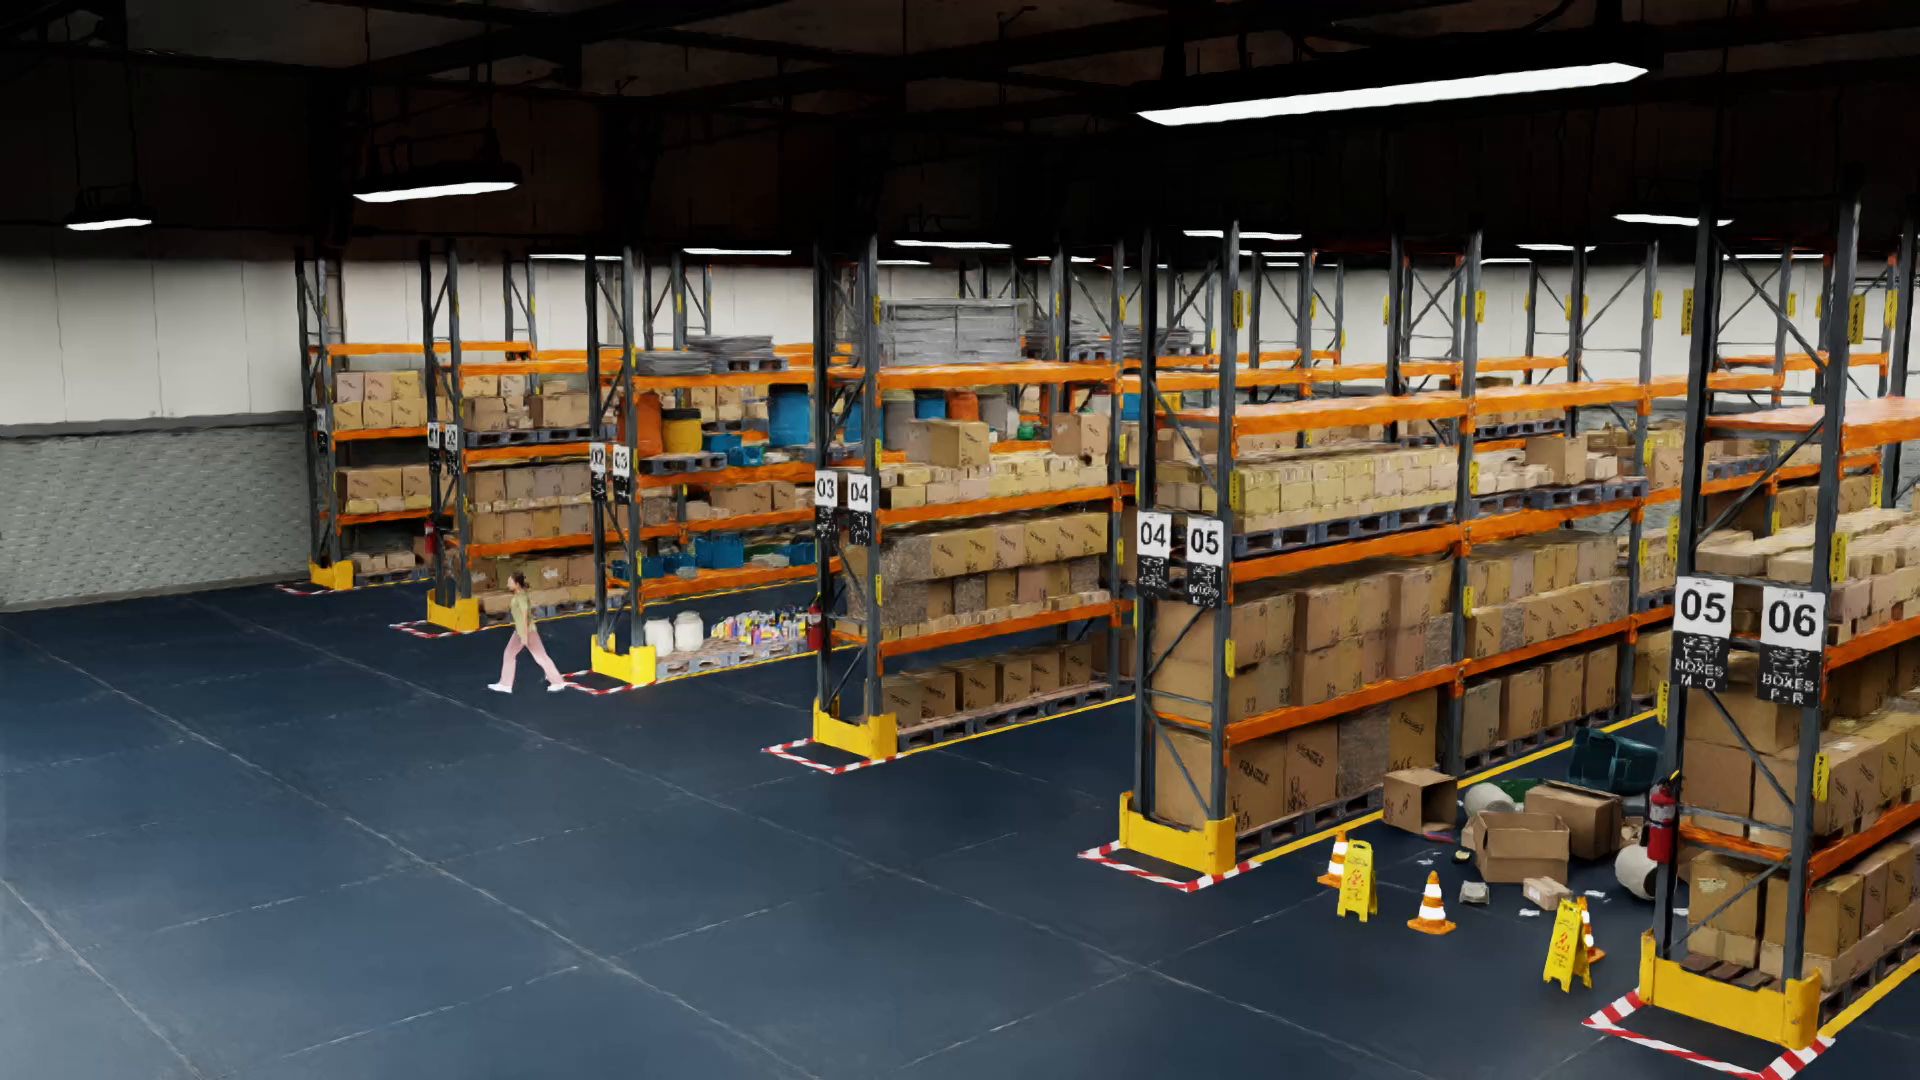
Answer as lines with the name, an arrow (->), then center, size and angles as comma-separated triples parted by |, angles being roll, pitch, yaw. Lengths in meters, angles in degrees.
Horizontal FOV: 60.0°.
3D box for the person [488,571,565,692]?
person -> -5.675, 1.199, 21.703 | 0.957, 1.616, 0.484 | -3, 9, -20
